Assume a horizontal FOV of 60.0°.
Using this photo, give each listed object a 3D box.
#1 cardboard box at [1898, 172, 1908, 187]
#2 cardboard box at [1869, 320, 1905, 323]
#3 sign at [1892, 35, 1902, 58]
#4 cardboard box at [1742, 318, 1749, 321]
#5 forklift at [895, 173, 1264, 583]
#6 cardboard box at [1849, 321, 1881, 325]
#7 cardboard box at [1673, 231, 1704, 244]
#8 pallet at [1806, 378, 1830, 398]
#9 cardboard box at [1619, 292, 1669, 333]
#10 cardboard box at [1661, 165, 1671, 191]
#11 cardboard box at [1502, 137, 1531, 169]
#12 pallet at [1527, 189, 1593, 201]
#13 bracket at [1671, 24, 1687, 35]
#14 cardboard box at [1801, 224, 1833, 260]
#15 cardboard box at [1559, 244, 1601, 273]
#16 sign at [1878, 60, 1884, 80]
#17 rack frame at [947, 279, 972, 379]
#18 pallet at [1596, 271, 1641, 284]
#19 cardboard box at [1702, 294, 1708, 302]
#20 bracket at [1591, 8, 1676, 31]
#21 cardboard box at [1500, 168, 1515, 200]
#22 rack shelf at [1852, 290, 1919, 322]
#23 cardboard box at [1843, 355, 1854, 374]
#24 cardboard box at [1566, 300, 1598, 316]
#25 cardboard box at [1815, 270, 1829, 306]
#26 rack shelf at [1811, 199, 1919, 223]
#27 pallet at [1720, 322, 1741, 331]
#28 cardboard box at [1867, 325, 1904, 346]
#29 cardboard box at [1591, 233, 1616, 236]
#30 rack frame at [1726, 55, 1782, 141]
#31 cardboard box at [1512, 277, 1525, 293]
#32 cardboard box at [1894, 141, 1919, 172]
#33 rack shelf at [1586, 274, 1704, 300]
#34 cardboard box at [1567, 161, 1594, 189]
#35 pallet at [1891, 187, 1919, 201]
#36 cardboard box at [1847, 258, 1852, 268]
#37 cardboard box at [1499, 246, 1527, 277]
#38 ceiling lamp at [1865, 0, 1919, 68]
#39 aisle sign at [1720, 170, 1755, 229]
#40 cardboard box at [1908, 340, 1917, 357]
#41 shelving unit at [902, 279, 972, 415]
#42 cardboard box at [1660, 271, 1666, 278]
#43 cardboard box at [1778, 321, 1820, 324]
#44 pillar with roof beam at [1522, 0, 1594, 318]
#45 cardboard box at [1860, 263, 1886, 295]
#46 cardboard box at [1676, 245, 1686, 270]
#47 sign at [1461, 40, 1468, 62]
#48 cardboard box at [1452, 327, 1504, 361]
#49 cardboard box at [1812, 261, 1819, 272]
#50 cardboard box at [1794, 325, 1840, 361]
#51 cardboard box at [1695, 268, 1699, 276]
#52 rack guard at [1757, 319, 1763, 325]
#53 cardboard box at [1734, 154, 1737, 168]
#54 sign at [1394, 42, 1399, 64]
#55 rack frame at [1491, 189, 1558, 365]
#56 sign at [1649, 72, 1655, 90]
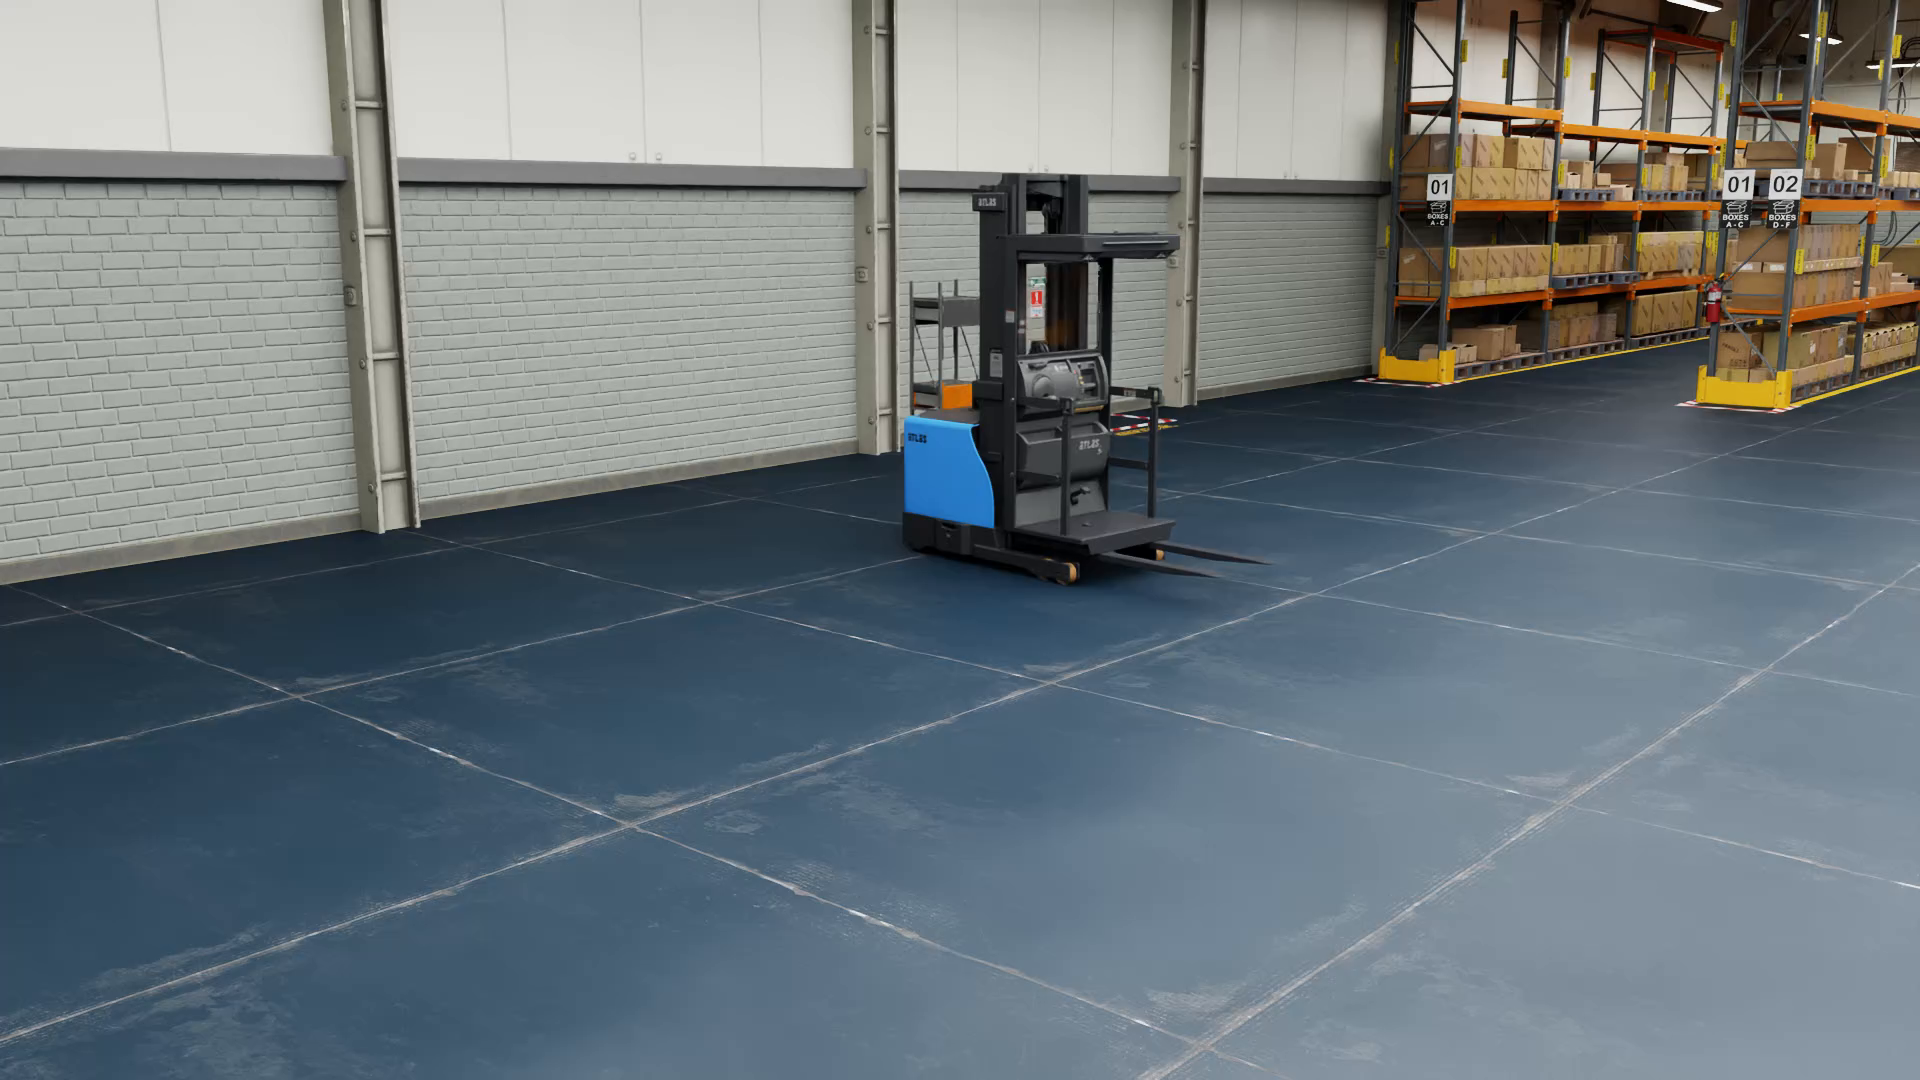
[{"bbox_3d":[15.228,-5.912,27.305,0.500,0.250,0.500,9,15,39],"label":"cardboard box"},{"bbox_3d":[16.645,-3.703,29.851,0.500,0.500,0.500,11,15,43],"label":"cardboard box"},{"bbox_3d":[13.964,-7.359,24.790,0.100,0.325,0.005,10,15,40],"label":"sign"},{"bbox_3d":[17.374,-5.226,37.528,0.700,0.500,0.500,10,15,40],"label":"cardboard box"},{"bbox_3d":[0.872,-1.238,12.425,1.130,2.935,3.031,-11,16,-43],"label":"forklift"},{"bbox_3d":[15.637,-3.638,28.786,0.500,0.311,0.500,10,15,42],"label":"cardboard box"},{"bbox_3d":[15.004,-6.244,34.335,0.500,0.250,0.500,10,15,42],"label":"cardboard box"},{"bbox_3d":[12.202,-2.297,24.673,1.003,0.211,1.213,10,15,40],"label":"pallet"},{"bbox_3d":[13.647,-4.556,33.279,0.750,0.750,0.750,10,15,40],"label":"cardboard box"},{"bbox_3d":[13.759,-7.238,33.255,0.700,0.500,0.500,10,15,40],"label":"cardboard box"},{"bbox_3d":[9.022,-6.348,27.316,0.500,0.500,0.500,9,14,38],"label":"cardboard box"},{"bbox_3d":[10.327,-6.052,29.176,1.213,0.211,1.003,10,15,40],"label":"pallet"},{"bbox_3d":[14.926,-10.588,34.558,0.235,0.232,0.430,10,15,40],"label":"bracket"},{"bbox_3d":[12.281,-4.354,24.285,0.700,0.500,0.500,10,15,40],"label":"cardboard box"},{"bbox_3d":[11.372,-5.193,30.674,0.700,0.500,0.500,10,15,40],"label":"cardboard box"},{"bbox_3d":[15.790,-8.052,28.465,0.100,0.325,0.005,10,15,40],"label":"sign"},{"bbox_3d":[0.029,-1.144,14.078,0.015,2.100,0.400,-10,15,-40],"label":"rack frame"},{"bbox_3d":[12.090,-4.972,31.437,1.213,0.211,1.003,10,15,40],"label":"pallet"},{"bbox_3d":[16.054,-5.195,35.717,0.380,0.149,0.250,10,15,42],"label":"cardboard box"},{"bbox_3d":[13.214,-10.207,32.648,0.076,0.066,4.783,10,15,40],"label":"bracket"},{"bbox_3d":[8.666,-5.787,27.064,0.500,0.500,0.500,11,16,44],"label":"cardboard box"},{"bbox_3d":[14.883,-3.898,27.405,1.077,0.370,4.000,10,15,40],"label":"rack shelf"},{"bbox_3d":[13.421,-2.718,25.607,0.500,0.250,0.500,10,15,40],"label":"cardboard box"},{"bbox_3d":[11.621,-4.354,31.197,0.500,0.250,0.500,10,15,41],"label":"cardboard box"},{"bbox_3d":[12.260,-3.712,24.383,0.700,0.500,0.500,10,15,42],"label":"cardboard box"},{"bbox_3d":[14.883,-5.369,27.112,1.077,0.370,4.000,10,15,40],"label":"rack shelf"},{"bbox_3d":[16.486,-4.688,36.644,1.003,0.211,1.213,10,15,40],"label":"pallet"},{"bbox_3d":[15.369,-3.417,27.679,0.500,0.311,0.500,10,15,40],"label":"cardboard box"},{"bbox_3d":[12.585,-5.858,32.400,0.500,0.250,0.500,10,15,42],"label":"cardboard box"},{"bbox_3d":[17.761,-9.304,37.317,1.000,3.000,0.127,10,15,40],"label":"rack frame"},{"bbox_3d":[9.099,-4.276,27.791,0.500,0.250,0.500,10,15,40],"label":"cardboard box"},{"bbox_3d":[16.496,-6.619,28.724,0.500,0.500,0.500,10,15,40],"label":"cardboard box"},{"bbox_3d":[13.800,-5.126,33.556,1.077,0.370,4.000,10,15,40],"label":"rack shelf"},{"bbox_3d":[11.075,-6.574,29.980,0.500,0.500,0.500,9,14,38],"label":"cardboard box"},{"bbox_3d":[15.087,-5.647,27.149,1.003,0.211,1.213,11,16,43],"label":"pallet"},{"bbox_3d":[13.209,-4.181,25.074,0.380,0.149,0.250,9,15,39],"label":"cardboard box"},{"bbox_3d":[9.094,-4.644,27.721,0.500,0.500,0.500,9,15,39],"label":"cardboard box"},{"bbox_3d":[21.430,-12.235,37.088,2.000,3.185,0.800,10,15,40],"label":"ceiling lamp"},{"bbox_3d":[10.659,-4.671,22.802,0.394,0.787,0.004,10,15,40],"label":"aisle sign"},{"bbox_3d":[16.039,-3.294,28.491,0.500,0.250,0.500,10,15,42],"label":"cardboard box"},{"bbox_3d":[-0.154,-1.112,13.920,0.503,2.100,0.431,-10,15,-40],"label":"shelving unit"},{"bbox_3d":[13.876,-5.317,33.264,0.380,0.149,0.250,10,15,41],"label":"cardboard box"},{"bbox_3d":[13.022,-3.154,25.878,0.500,0.500,0.500,10,15,40],"label":"cardboard box"},{"bbox_3d":[14.206,-7.491,28.240,9.100,9.000,0.548,10,15,40],"label":"pillar with roof beam"},{"bbox_3d":[14.761,-4.268,27.164,0.500,0.500,0.500,10,15,40],"label":"cardboard box"},{"bbox_3d":[14.338,-5.728,33.668,0.500,0.500,0.500,10,15,40],"label":"cardboard box"},{"bbox_3d":[7.607,-7.376,25.081,0.100,0.325,0.005,10,15,40],"label":"sign"},{"bbox_3d":[8.622,-3.273,27.700,0.700,0.500,0.500,9,14,37],"label":"cardboard box"},{"bbox_3d":[12.024,-3.917,23.753,0.380,0.149,0.250,9,14,38],"label":"cardboard box"},{"bbox_3d":[12.755,-2.939,24.802,0.500,0.500,0.500,10,15,40],"label":"cardboard box"},{"bbox_3d":[15.110,-5.574,34.549,0.380,0.149,0.250,10,15,41],"label":"cardboard box"},{"bbox_3d":[17.777,-5.140,38.168,1.175,0.500,0.348,10,15,40],"label":"rack guard"},{"bbox_3d":[16.136,-7.939,35.281,0.500,0.500,0.500,9,15,39],"label":"cardboard box"},{"bbox_3d":[6.796,-7.560,25.799,0.100,0.325,0.005,10,15,40],"label":"sign"},{"bbox_3d":[9.840,-4.596,29.066,1.000,3.000,0.127,10,15,40],"label":"rack frame"},{"bbox_3d":[12.894,-8.555,30.981,0.100,0.325,0.005,10,15,40],"label":"sign"}]
